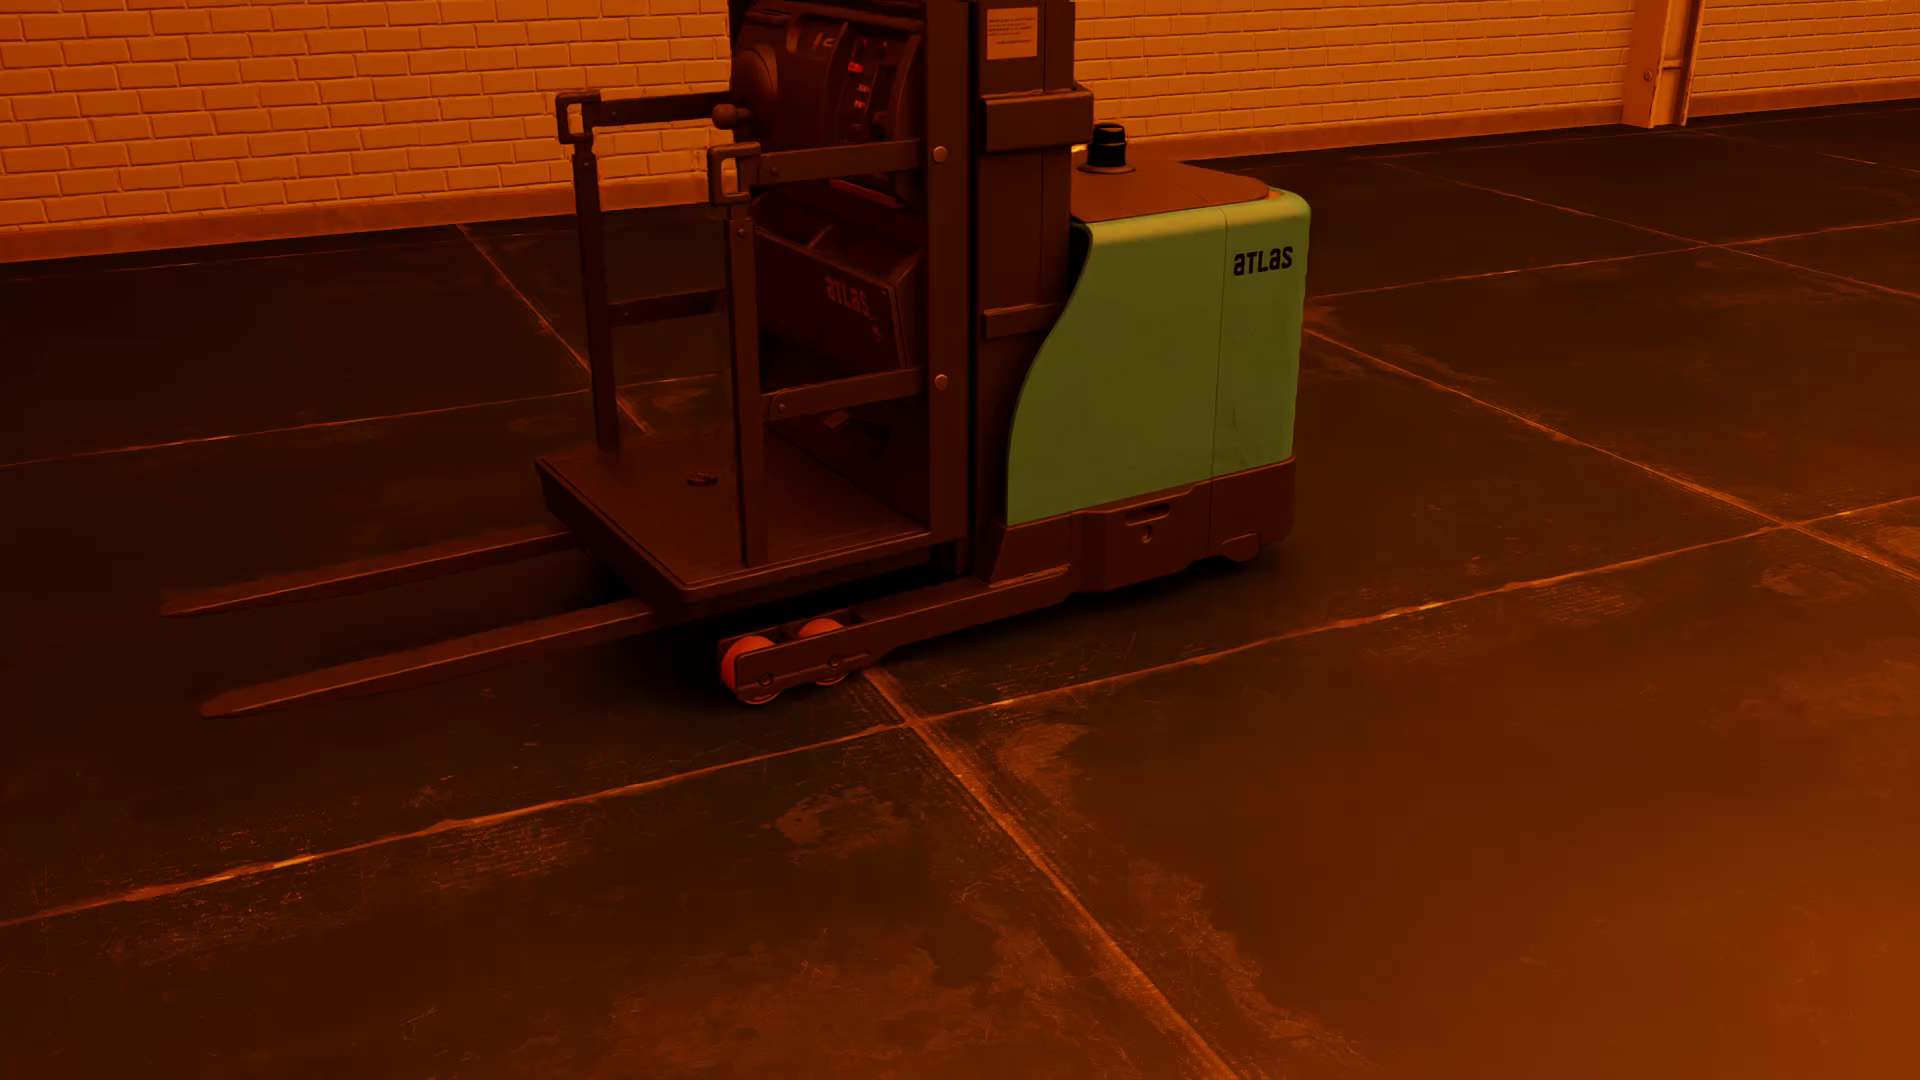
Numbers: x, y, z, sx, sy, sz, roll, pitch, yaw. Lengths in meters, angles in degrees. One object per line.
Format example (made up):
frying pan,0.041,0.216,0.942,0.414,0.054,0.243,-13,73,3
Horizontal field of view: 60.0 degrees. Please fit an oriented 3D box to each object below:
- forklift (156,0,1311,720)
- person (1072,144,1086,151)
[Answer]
forklift,-0.530,-1.177,4.119,3.031,2.935,1.130,-13,26,-29
person,0.186,-1.033,5.736,0.960,1.450,1.211,10,25,24
